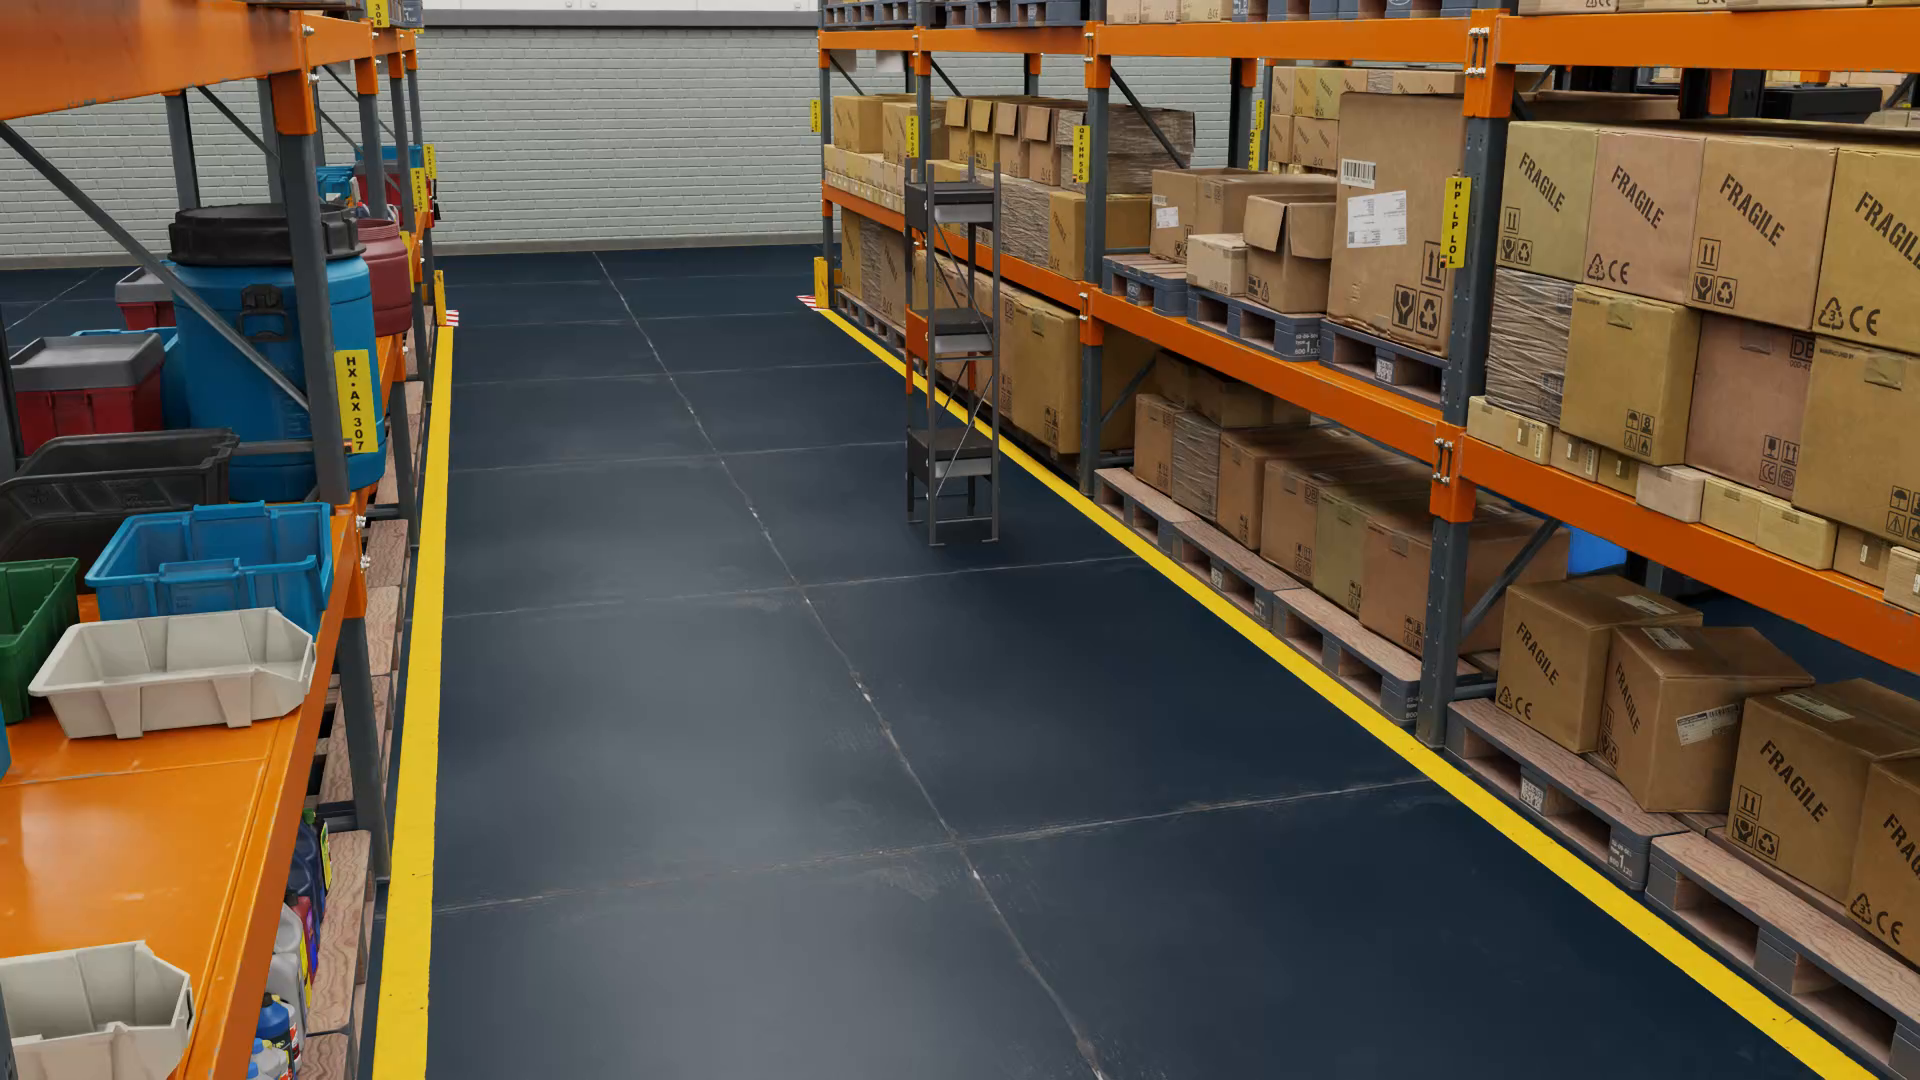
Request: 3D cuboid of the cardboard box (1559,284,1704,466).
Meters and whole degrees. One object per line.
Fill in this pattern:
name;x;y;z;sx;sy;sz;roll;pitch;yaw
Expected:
cardboard box;2.512;-0.570;5.444;0.875;0.500;0.500;-5;17;-15

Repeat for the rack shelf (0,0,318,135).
rack shelf;-1.868;-0.797;2.928;1.077;0.370;4.000;-5;17;-15

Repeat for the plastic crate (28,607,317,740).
plastic crate;-1.728;0.297;3.707;0.530;0.136;0.437;-5;17;-15

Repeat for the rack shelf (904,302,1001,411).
rack shelf;-0.045;-1.038;9.306;0.431;0.518;0.480;-5;17;-15

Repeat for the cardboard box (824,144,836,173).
cardboard box;-1.081;-3.886;16.917;0.500;0.250;0.500;-5;17;-17

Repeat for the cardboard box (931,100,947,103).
cardboard box;-0.015;-3.726;15.081;0.500;0.500;0.500;-5;18;-17

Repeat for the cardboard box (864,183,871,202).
cardboard box;-0.675;-3.227;15.417;0.380;0.149;0.250;-4;17;-14

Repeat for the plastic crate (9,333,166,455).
plastic crate;-2.845;-0.399;5.454;0.402;0.464;0.583;-5;17;-15

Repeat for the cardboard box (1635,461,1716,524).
cardboard box;2.373;-0.168;5.235;0.380;0.149;0.250;-5;17;-15

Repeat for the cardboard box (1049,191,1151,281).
cardboard box;0.872;-1.921;10.460;0.500;0.500;0.500;-4;17;-14

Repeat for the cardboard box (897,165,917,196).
cardboard box;-0.228;-3.035;14.085;0.500;0.250;0.500;-5;17;-16

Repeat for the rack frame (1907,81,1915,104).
rack frame;9.675;-3.646;16.377;1.000;3.000;0.127;-5;17;-15

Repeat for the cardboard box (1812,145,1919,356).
cardboard box;2.648;-0.761;4.341;0.500;0.500;0.500;-5;17;-15

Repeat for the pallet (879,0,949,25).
pallet;-0.069;-4.484;14.106;1.003;0.211;1.213;-5;17;-15

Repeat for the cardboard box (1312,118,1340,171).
cardboard box;3.995;-4.095;17.180;0.500;0.500;0.500;-4;17;-15

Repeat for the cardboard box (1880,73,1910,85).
cardboard box;9.284;-4.544;16.325;0.380;0.149;0.250;-5;17;-16

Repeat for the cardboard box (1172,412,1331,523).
cardboard box;1.614;-0.434;9.262;0.700;0.500;0.500;-6;18;-20

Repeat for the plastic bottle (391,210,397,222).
plastic bottle;-4.097;-2.227;11.868;0.152;0.276;0.135;-5;17;-15

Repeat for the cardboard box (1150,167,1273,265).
cardboard box;1.432;-1.859;9.523;0.500;0.500;0.500;-7;18;-22

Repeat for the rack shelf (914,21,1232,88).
rack shelf;0.696;-3.402;11.599;1.077;0.370;4.000;-5;17;-15

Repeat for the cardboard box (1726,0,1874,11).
cardboard box;2.499;-1.586;4.564;0.500;0.250;0.500;-5;18;-17

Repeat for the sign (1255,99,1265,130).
sign;3.322;-4.705;18.397;0.100;0.325;0.005;-5;17;-15

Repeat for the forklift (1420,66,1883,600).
forklift;3.865;-1.288;8.646;3.031;2.935;1.130;-10;20;-31

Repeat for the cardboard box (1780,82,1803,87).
cardboard box;8.999;-4.563;17.516;0.500;0.500;0.500;-4;17;-15

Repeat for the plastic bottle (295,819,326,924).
plastic bottle;-1.963;0.955;4.899;0.144;0.351;0.185;-5;17;-17

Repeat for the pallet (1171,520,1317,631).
pallet;1.790;0.132;8.645;1.003;0.211;1.213;-5;17;-15

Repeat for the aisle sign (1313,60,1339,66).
aisle sign;4.112;-5.622;18.436;0.394;0.787;0.004;-5;17;-15

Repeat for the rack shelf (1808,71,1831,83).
rack shelf;6.592;-2.659;9.128;1.077;0.370;4.000;-5;17;-15

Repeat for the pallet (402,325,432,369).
pallet;-5.194;-1.674;14.658;1.003;0.211;1.213;-5;17;-15

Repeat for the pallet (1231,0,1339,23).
pallet;1.989;-2.462;7.548;1.213;0.211;1.003;-5;17;-15

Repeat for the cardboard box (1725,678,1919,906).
cardboard box;2.827;0.783;5.245;0.500;0.500;0.500;-6;18;-20

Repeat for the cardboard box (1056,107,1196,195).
cardboard box;1.060;-2.488;10.604;0.797;0.503;0.637;-4;17;-13

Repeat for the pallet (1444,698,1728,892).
pallet;2.563;0.869;6.194;1.003;0.211;1.213;-5;17;-15

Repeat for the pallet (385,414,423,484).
pallet;-4.105;-0.581;11.019;1.003;0.211;1.213;-5;17;-15

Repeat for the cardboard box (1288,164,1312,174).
cardboard box;3.750;-3.952;17.830;0.380;0.149;0.250;-5;17;-17

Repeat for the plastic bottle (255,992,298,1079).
plastic bottle;-1.694;1.239;4.090;0.097;0.271;0.097;0;17;0

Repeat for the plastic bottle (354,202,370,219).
plastic bottle;-4.137;-2.157;11.503;0.144;0.351;0.185;-5;17;-15

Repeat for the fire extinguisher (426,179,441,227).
fire extinguisher;-5.320;-3.440;16.471;0.296;0.674;0.183;-5;17;-15

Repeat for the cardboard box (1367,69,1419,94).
cardboard box;4.279;-4.290;16.091;0.500;0.500;0.500;-4;17;-14

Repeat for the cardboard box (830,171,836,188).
cardboard box;-1.101;-3.654;16.838;0.380;0.149;0.250;-5;17;-16

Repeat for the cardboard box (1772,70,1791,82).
cardboard box;8.911;-4.969;17.741;0.380;0.149;0.250;-5;17;-15

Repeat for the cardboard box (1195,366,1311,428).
cardboard box;1.614;-0.800;9.179;0.500;0.250;0.500;-3;17;-9

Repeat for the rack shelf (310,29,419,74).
rack shelf;-5.166;-4.116;13.978;1.077;0.370;4.000;-5;17;-15

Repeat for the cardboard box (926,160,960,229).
cardboard box;0.032;-2.764;13.265;0.500;0.500;0.500;-5;17;-15

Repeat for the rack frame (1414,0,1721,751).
rack frame;2.345;-0.650;6.402;1.000;3.000;0.127;-5;17;-15

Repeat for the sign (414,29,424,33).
sign;-5.191;-5.012;15.891;0.100;0.325;0.005;-5;17;-15

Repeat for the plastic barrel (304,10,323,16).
plastic barrel;-2.943;-2.402;7.260;0.301;0.262;0.301;0;17;0

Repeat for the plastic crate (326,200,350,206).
plastic crate;-5.182;-2.657;13.456;0.437;0.125;0.590;-5;17;-15

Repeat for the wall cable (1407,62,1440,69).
wall cable;7.003;-6.812;25.096;0.585;1.953;0.123;-5;17;-15

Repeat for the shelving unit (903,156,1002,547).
shelving unit;-0.045;-1.051;9.302;0.431;2.100;0.503;-5;17;-15
